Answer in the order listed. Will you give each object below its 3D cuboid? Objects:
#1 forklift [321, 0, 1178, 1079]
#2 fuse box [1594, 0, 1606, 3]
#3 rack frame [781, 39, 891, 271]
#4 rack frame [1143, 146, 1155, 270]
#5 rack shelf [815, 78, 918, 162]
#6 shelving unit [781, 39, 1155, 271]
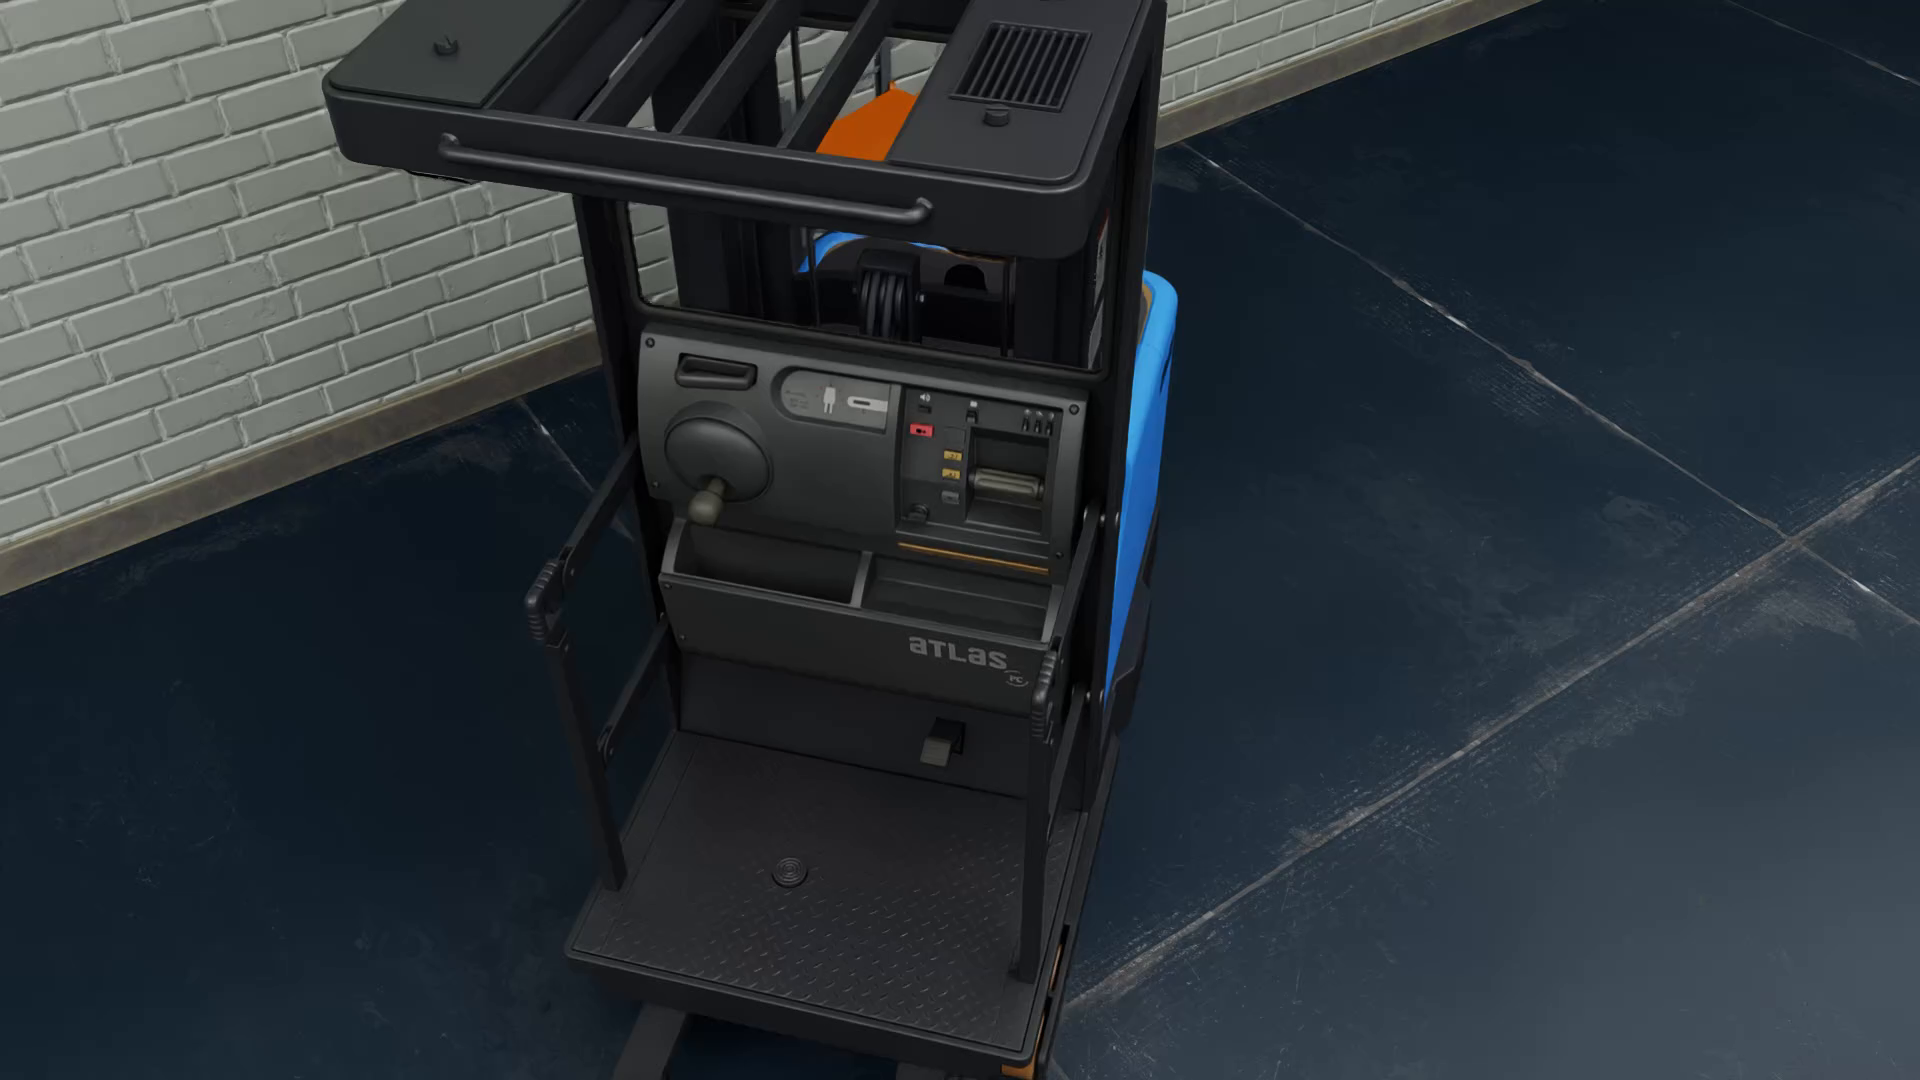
[{"bbox_3d":[-0.261,-0.094,3.226,1.130,2.935,3.031,10,45,10],"label":"forklift"},{"bbox_3d":[3.099,-3.199,7.361,0.539,1.711,0.414,-26,49,-24],"label":"fuse box"},{"bbox_3d":[-0.392,-1.049,5.535,0.032,1.125,0.500,29,51,27],"label":"rack frame"},{"bbox_3d":[0.396,-0.605,5.069,0.032,1.125,0.500,29,51,27],"label":"rack frame"},{"bbox_3d":[0.002,-1.039,5.100,1.000,0.278,0.538,29,51,27],"label":"rack shelf"},{"bbox_3d":[0.002,-0.827,5.302,1.048,1.125,0.538,29,51,27],"label":"shelving unit"}]
